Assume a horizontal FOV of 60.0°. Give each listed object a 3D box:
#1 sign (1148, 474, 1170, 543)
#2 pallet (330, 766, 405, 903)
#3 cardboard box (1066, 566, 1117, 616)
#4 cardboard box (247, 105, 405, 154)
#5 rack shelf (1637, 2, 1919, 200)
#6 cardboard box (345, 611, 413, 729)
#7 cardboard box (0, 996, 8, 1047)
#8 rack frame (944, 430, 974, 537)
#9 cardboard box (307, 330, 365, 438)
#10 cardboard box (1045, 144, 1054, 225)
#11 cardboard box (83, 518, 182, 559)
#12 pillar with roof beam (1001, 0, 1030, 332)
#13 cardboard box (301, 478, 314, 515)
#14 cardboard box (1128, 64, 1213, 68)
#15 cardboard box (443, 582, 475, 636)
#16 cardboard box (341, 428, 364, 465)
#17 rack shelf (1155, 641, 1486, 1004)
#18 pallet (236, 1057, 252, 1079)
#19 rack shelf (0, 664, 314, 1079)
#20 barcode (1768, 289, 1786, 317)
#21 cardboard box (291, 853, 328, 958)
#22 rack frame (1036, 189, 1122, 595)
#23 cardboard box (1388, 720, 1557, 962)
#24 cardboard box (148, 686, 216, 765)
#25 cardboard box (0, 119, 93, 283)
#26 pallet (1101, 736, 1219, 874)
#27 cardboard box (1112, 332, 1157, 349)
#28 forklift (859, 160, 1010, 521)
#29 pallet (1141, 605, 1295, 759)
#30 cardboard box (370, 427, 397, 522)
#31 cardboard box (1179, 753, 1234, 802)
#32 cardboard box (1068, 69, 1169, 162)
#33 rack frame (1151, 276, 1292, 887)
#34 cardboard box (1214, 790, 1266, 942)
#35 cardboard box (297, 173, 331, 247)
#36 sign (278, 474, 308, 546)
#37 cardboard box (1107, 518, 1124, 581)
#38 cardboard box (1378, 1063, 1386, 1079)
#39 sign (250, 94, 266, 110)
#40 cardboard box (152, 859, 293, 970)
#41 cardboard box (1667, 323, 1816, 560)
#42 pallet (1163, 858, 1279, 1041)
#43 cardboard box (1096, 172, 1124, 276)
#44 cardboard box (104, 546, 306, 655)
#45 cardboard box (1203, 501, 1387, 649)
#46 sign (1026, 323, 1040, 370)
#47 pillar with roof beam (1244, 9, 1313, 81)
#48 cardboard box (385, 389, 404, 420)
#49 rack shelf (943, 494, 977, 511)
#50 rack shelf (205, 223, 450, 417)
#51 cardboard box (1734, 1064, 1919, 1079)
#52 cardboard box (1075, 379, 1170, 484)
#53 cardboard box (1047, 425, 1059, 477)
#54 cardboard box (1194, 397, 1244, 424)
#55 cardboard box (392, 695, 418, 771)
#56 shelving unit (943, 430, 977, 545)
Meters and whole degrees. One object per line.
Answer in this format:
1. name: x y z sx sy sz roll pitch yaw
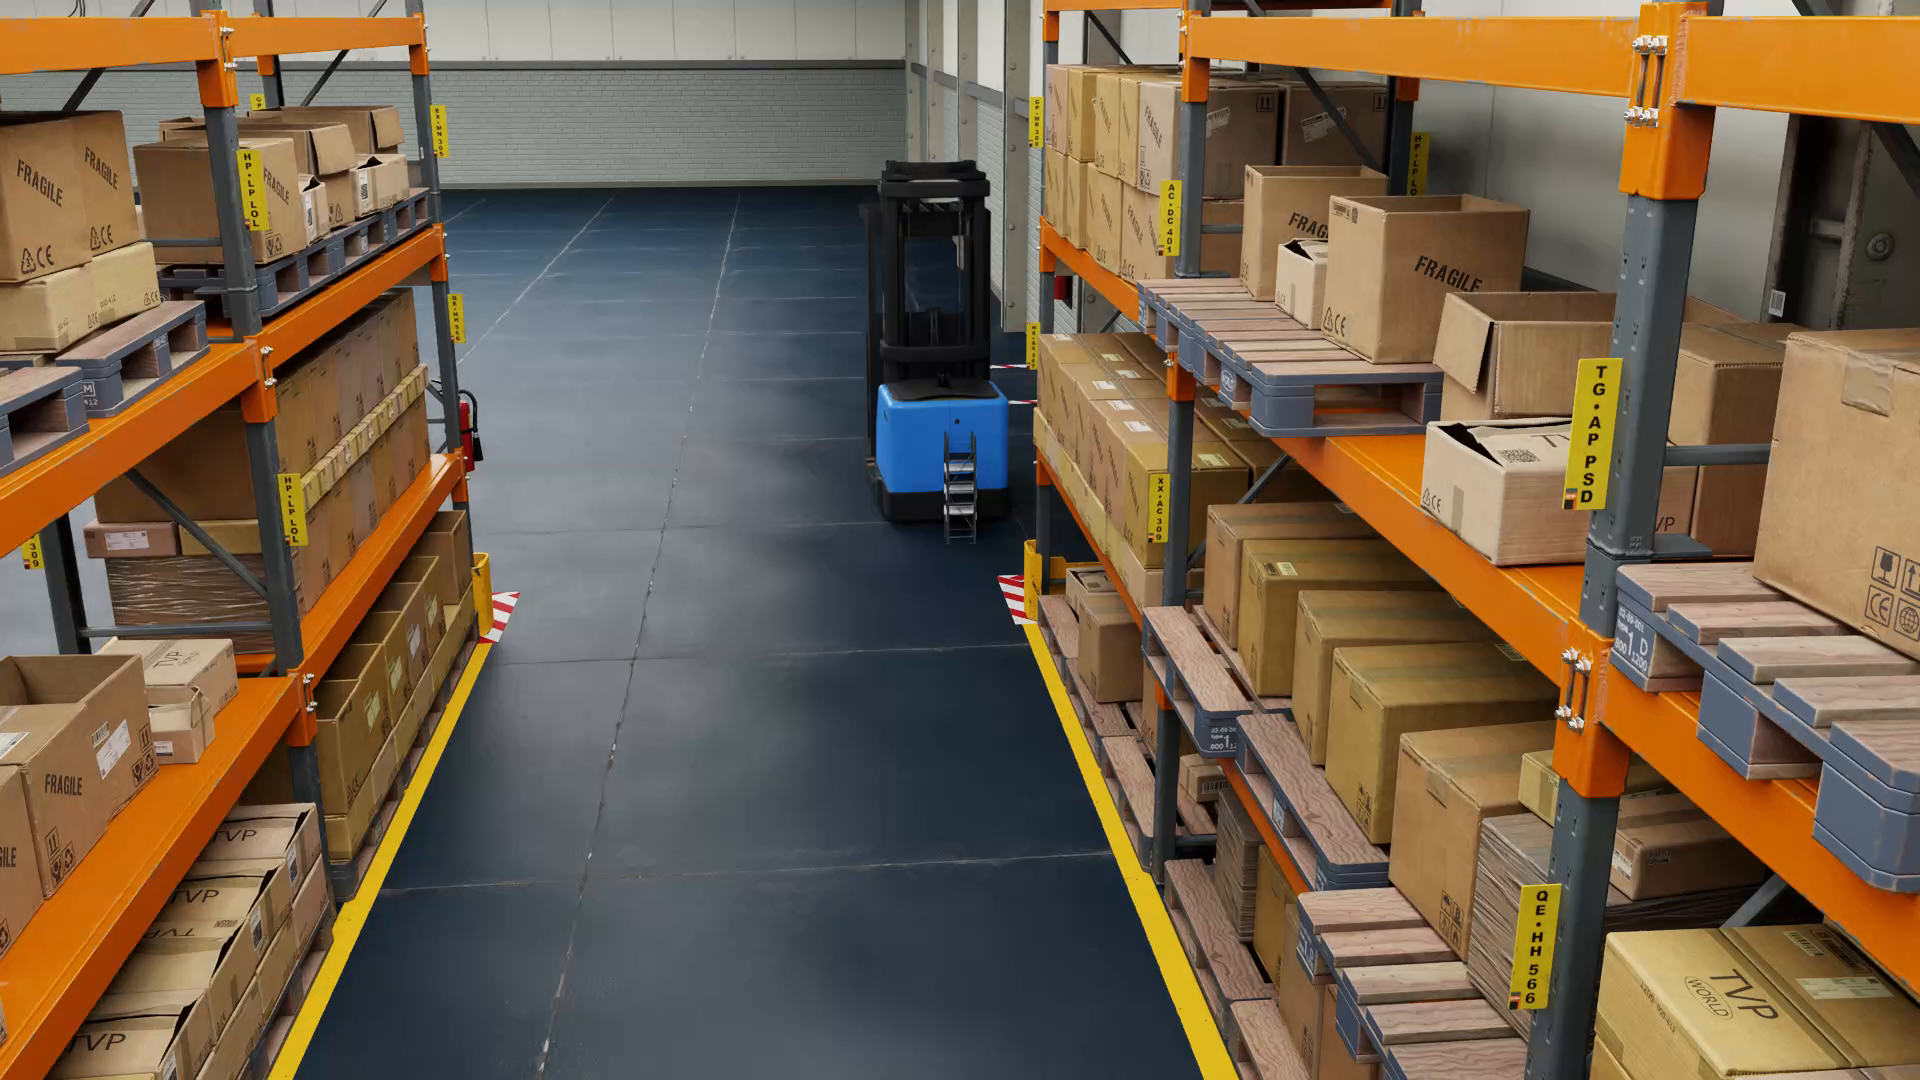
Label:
1. sign: 0.923 -0.145 7.686 0.100 0.325 0.005 -2 18 -6
2. pallet: -3.505 1.495 8.562 1.003 0.211 1.213 -2 18 -6
3. cardboard box: 1.031 0.339 11.344 0.500 0.311 0.500 -4 18 -12
4. cardboard box: -3.822 -2.365 10.087 0.797 0.503 0.637 -1 17 -2
5. rack shelf: 2.081 -0.292 1.452 1.077 0.370 4.000 -2 18 -6
6. cardboard box: -3.304 0.711 9.042 0.500 0.500 0.500 -2 18 -6
7. cardboard box: -2.952 1.365 4.471 0.500 0.311 0.500 -2 18 -6
8. rack frame: -0.010 -0.457 13.631 0.240 0.900 0.006 -2 18 -6
9. cardboard box: -3.672 -0.844 9.026 0.700 0.500 0.500 -2 18 -6
10. cardboard box: 0.835 -2.324 10.863 0.500 0.500 0.500 -1 17 -4
11. cardboard box: -3.706 -0.029 7.510 0.380 0.149 0.250 -2 18 -6
12. pillar with roof beam: -3.538 -7.066 21.159 9.100 9.000 0.400 -2 18 -6
13. cardboard box: -3.354 -0.192 8.031 0.380 0.149 0.250 -2 18 -7
14. cardboard box: 1.354 -2.788 10.672 0.500 0.500 0.500 -1 17 -3
15. cardboard box: -3.528 0.473 11.051 0.500 0.250 0.500 -2 18 -6
16. cardboard box: -3.463 -0.502 9.017 0.380 0.149 0.250 -2 18 -6
17. rack shelf: 1.668 1.188 6.086 1.077 0.370 4.000 -2 18 -6
18. pallet: -3.221 2.316 5.947 1.003 0.211 1.213 -2 18 -6
19. rack shelf: -3.259 1.342 5.595 1.077 0.370 4.000 -2 18 -6
20. barcode: 2.273 -0.660 4.627 0.001 0.075 0.075 -2 18 -6
21. cardboard box: -3.134 1.629 7.370 0.500 0.250 0.500 -2 18 -6
22. rack frame: 1.050 -0.943 11.673 1.000 3.000 0.127 -2 18 -6
23. cardboard box: 1.732 0.878 4.972 0.700 0.500 0.500 -3 18 -11
24. cardboard box: -3.191 0.723 6.589 0.396 0.266 0.258 -2 18 -7
25. cardboard box: -3.359 -1.161 5.656 0.500 0.500 0.500 0 17 0
26. pallet: 1.358 1.380 8.928 1.003 0.211 1.213 -2 18 -6
27. cardboard box: 1.310 -1.105 11.153 0.500 0.500 0.500 -2 18 -6
28. forklift: -0.312 -1.959 15.024 1.130 2.935 3.031 -3 18 -8
29. pallet: 1.396 0.573 7.166 1.003 0.211 1.213 -2 18 -6
30. cardboard box: -3.738 -0.393 9.753 0.700 0.500 0.500 -2 18 -5
31. cardboard box: 1.377 1.232 8.740 0.380 0.166 0.250 -4 18 -13
32. cardboard box: 0.913 -2.483 9.700 0.500 0.500 0.500 -1 17 -4
33. rack frame: 1.462 0.249 7.877 1.000 3.000 0.127 -2 18 -6
34. cardboard box: 1.555 1.450 7.488 0.700 0.500 0.500 -1 17 -4
35. cardboard box: -3.310 -1.572 7.882 0.500 0.311 0.500 -3 18 -9
36. sign: -2.926 -0.131 7.287 0.100 0.325 0.005 -2 18 -6
37. cardboard box: 1.069 0.030 8.789 0.500 0.250 0.500 -2 18 -5
38. cardboard box: 1.811 2.053 5.568 0.700 0.500 0.500 -2 18 -6
39. sign: -4.430 -2.659 10.541 0.100 0.325 0.005 -2 18 -6
40. cardboard box: -3.078 1.514 6.801 0.500 0.311 0.500 -1 17 -4
41. cardboard box: 2.029 -0.269 4.319 0.500 0.500 0.500 -2 18 -6
42. pallet: 1.544 1.811 7.556 1.003 0.211 1.213 -2 18 -6
43. cardboard box: 1.030 -1.697 8.868 0.500 0.500 0.500 -2 18 -8
44. cardboard box: -3.517 0.223 7.791 0.700 0.500 0.500 -2 18 -7
45. cardboard box: 1.481 0.144 7.309 0.700 0.500 0.500 -2 18 -5
46. sign: 0.510 -1.339 11.489 0.100 0.325 0.005 -2 18 -6
47. pillar with roof beam: -2.300 -3.490 9.771 9.100 9.000 0.400 -2 18 -6
48. cardboard box: -3.570 -0.809 9.996 0.380 0.149 0.250 -2 17 -5
49. rack shelf: 0.001 -0.309 13.572 0.258 0.077 0.200 -2 18 -6
50. rack shelf: -3.671 -1.281 8.942 1.077 0.370 4.000 -2 18 -6
51. cardboard box: 1.721 1.187 2.940 0.500 0.250 0.500 -2 18 -6
52. cardboard box: 0.953 -0.632 9.647 0.500 0.500 0.500 -1 17 -4
53. cardboard box: 0.852 -0.571 10.706 0.500 0.250 0.500 -2 18 -7
54. cardboard box: 1.526 -0.496 9.215 0.500 0.500 0.500 -1 17 -4
55. cardboard box: -3.304 1.069 9.154 0.500 0.250 0.500 -2 18 -6
56. shelving unit: 0.001 -0.427 13.535 0.258 0.900 0.210 -2 18 -6
